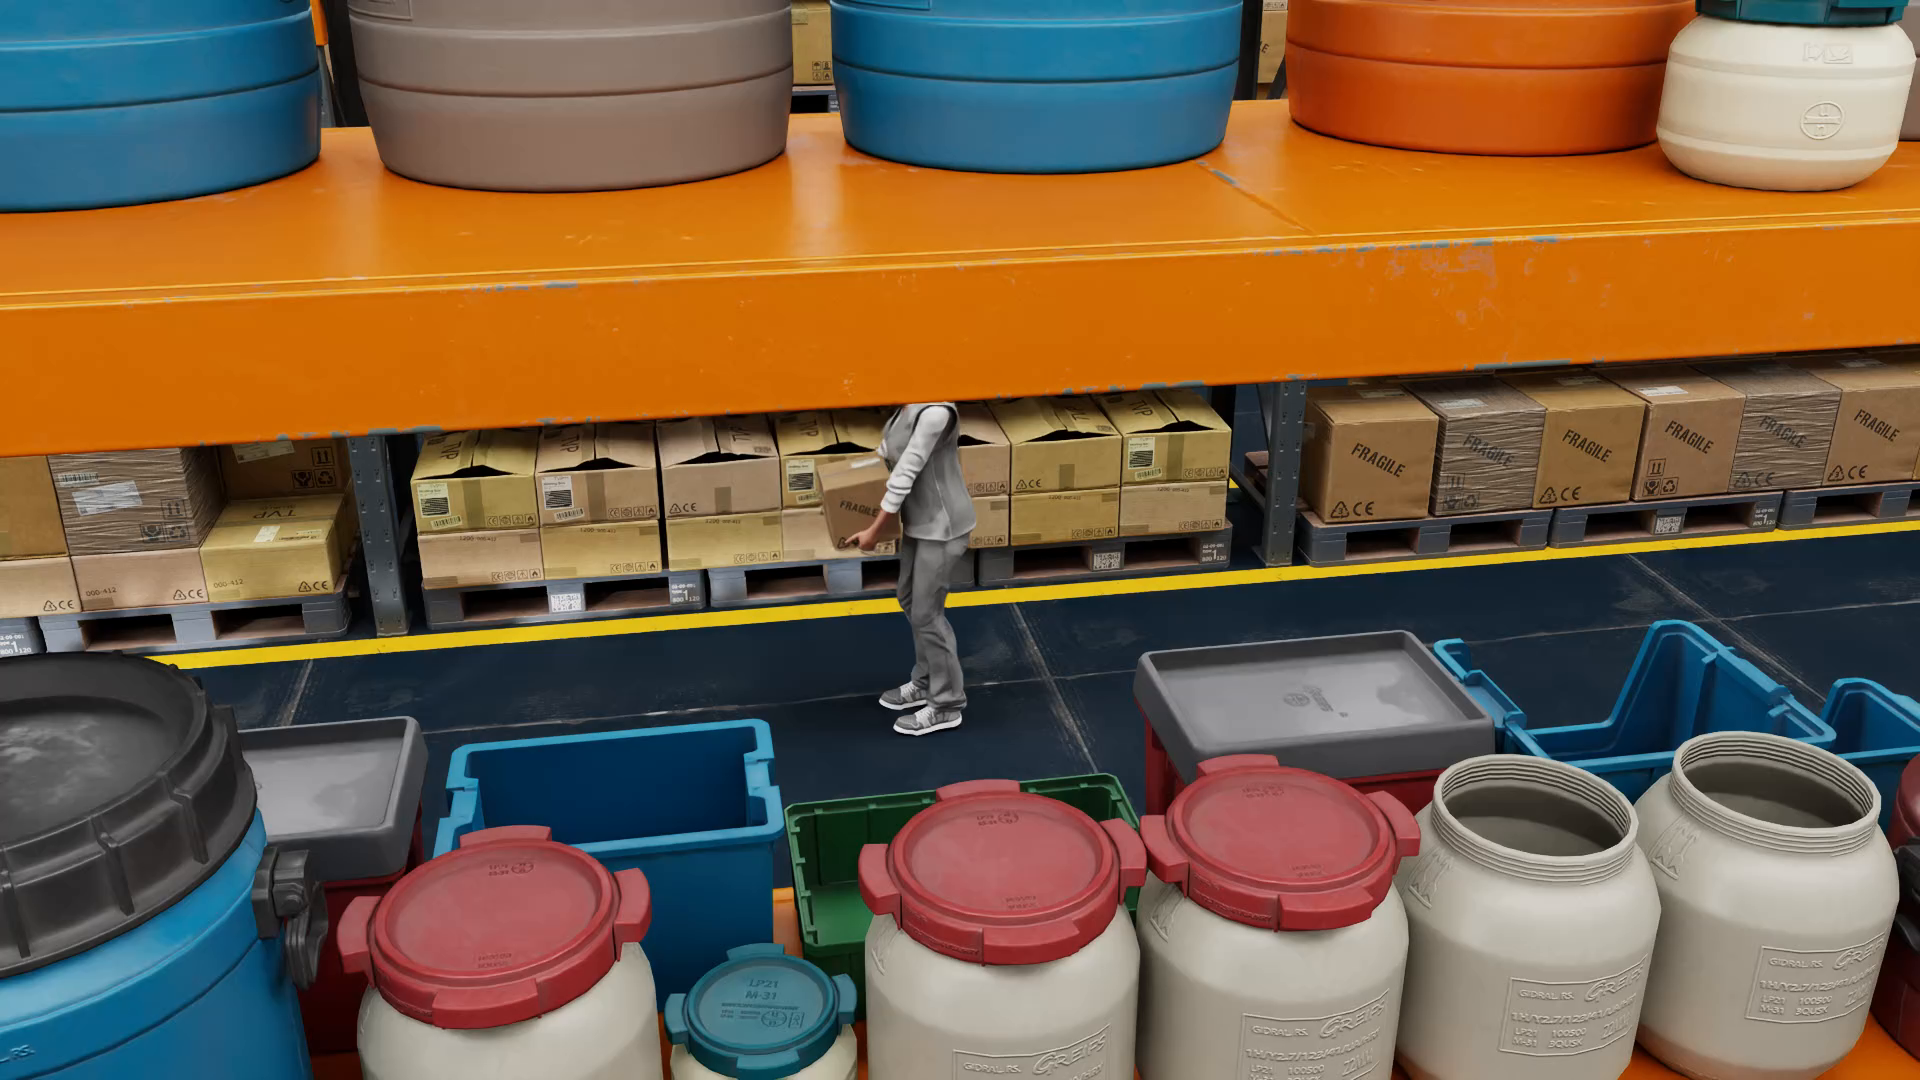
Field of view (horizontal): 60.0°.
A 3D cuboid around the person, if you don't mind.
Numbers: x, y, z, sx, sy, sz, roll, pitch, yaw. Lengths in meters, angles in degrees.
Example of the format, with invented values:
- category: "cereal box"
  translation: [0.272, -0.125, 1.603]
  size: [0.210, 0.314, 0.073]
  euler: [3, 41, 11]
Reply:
- category: "person"
  translation: [-0.191, -0.037, 6.203]
  size: [0.505, 1.598, 0.374]
  euler: [-4, 24, -10]
